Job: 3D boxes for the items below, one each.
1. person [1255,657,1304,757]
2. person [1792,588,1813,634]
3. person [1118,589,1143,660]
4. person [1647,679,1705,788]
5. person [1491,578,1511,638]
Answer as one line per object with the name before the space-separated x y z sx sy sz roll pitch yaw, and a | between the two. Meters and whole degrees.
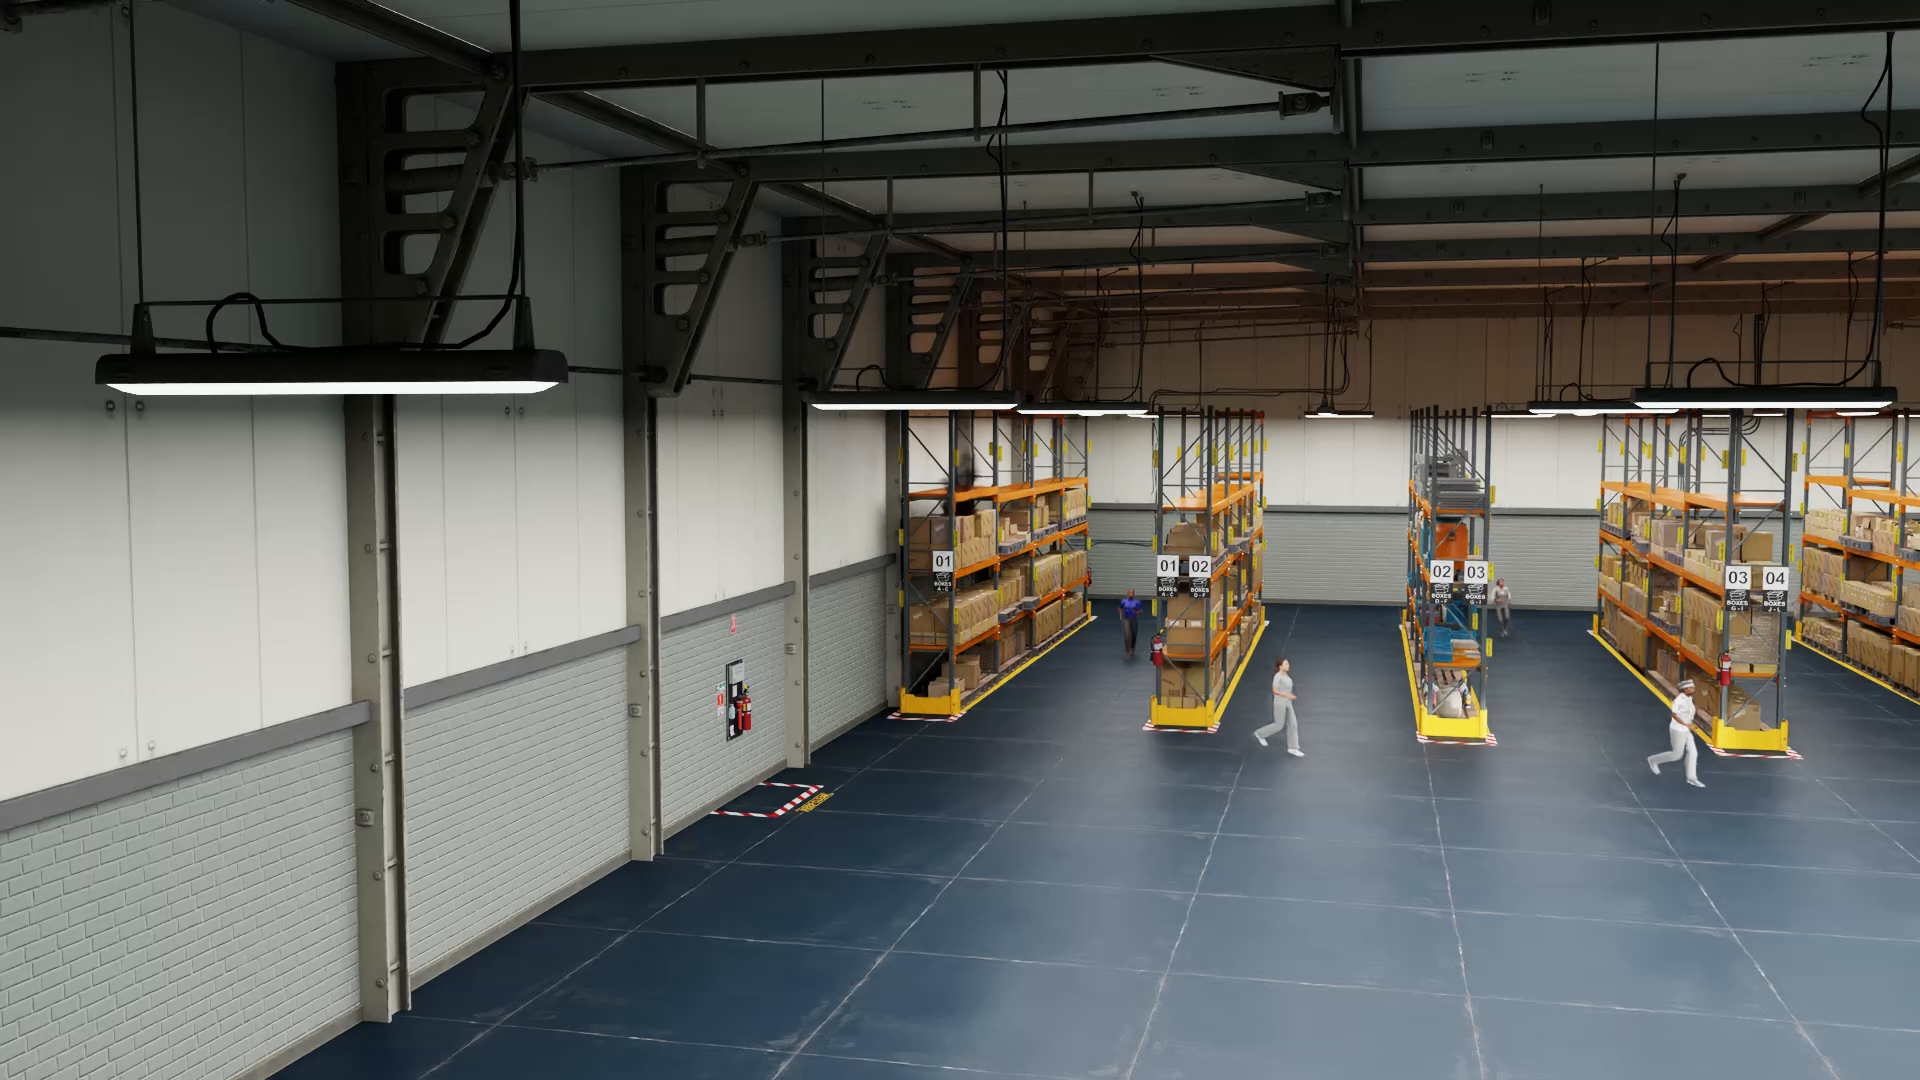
person | 5.504 2.848 28.565 0.912 1.682 0.584 3 5 36
person | 22.571 1.724 44.369 0.562 1.675 0.708 0 4 5
person | 4.113 2.090 40.121 0.570 1.472 0.929 0 4 1
person | 11.344 3.014 26.257 0.889 1.688 0.599 3 5 39
person | 14.262 1.786 43.854 0.518 1.572 0.590 0 4 5
